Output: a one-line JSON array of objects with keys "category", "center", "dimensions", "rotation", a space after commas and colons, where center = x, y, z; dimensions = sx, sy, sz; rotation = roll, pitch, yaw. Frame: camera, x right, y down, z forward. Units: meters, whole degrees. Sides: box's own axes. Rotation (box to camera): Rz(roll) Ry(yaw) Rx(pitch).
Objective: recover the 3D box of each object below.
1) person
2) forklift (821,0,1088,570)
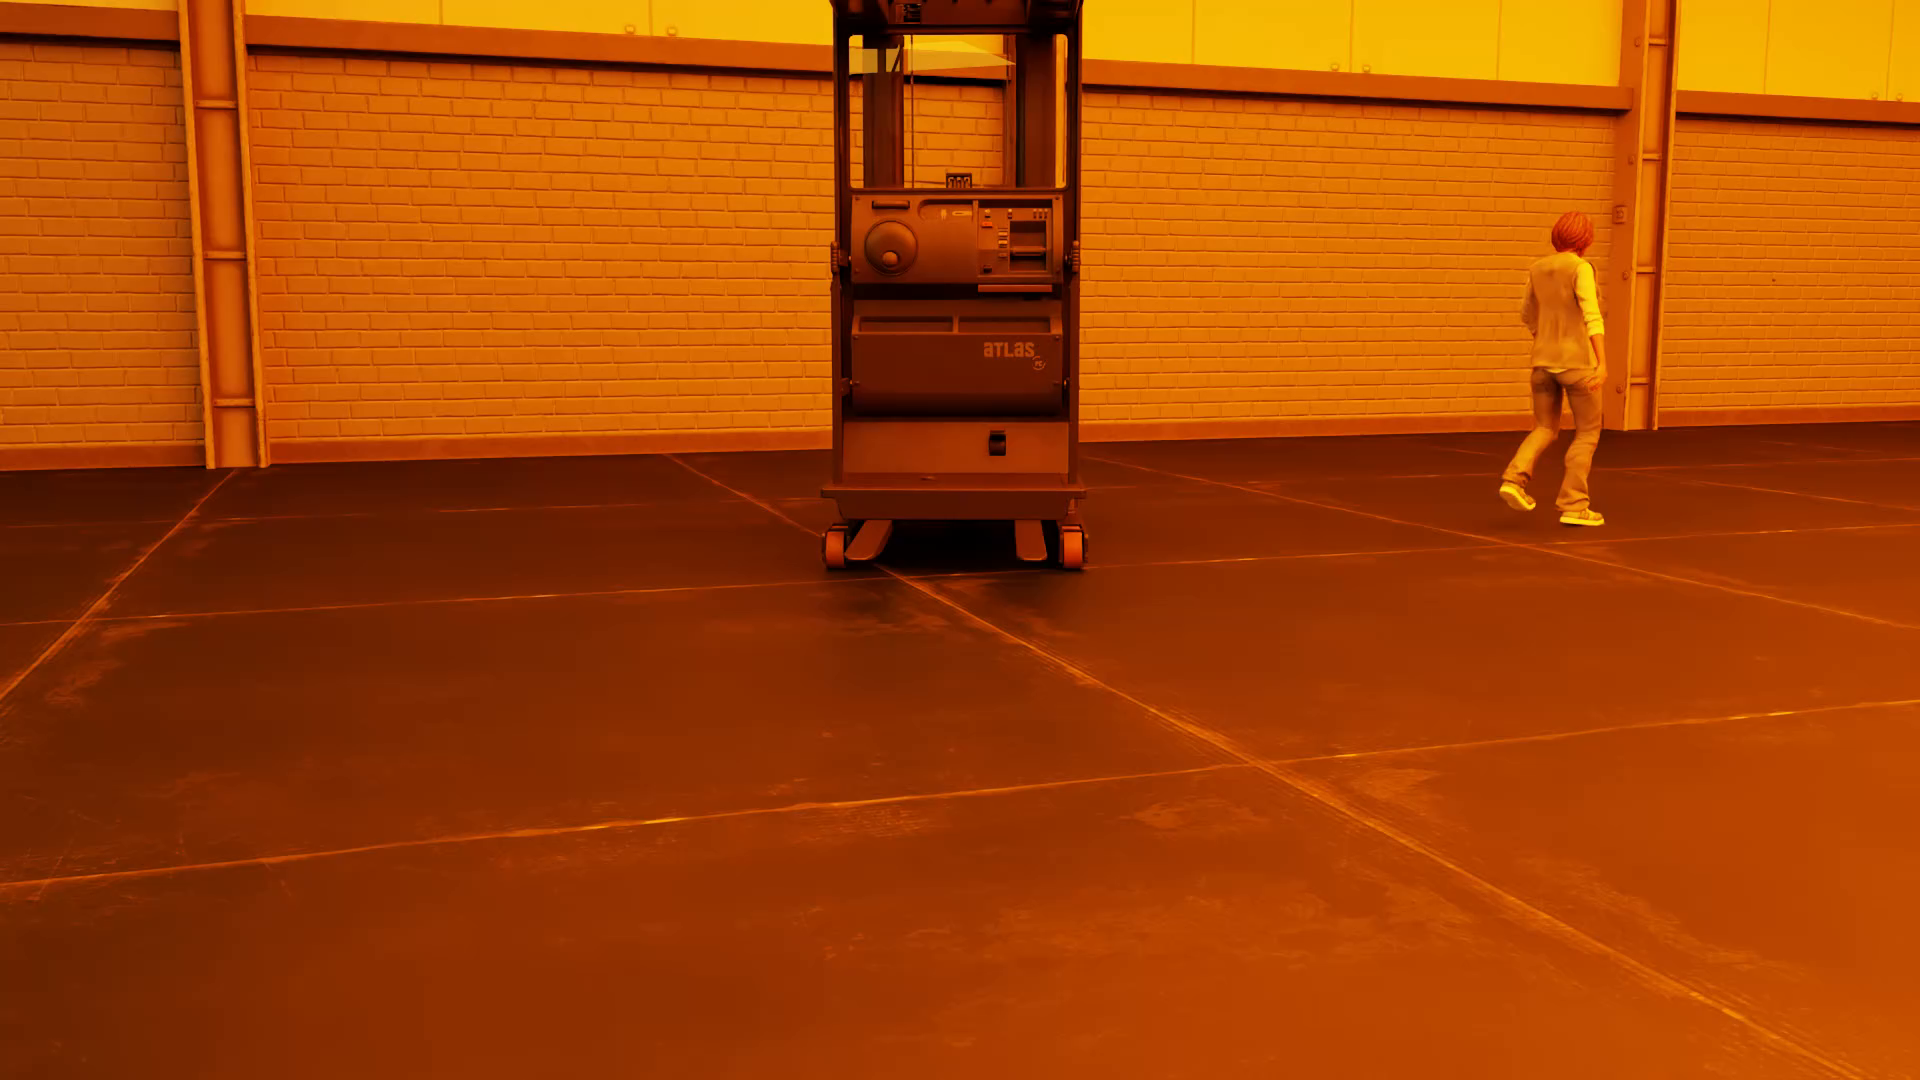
[{"category": "person", "center": [3.040, -0.854, 8.381], "dimensions": [0.587, 1.579, 0.687], "rotation": [-5, 9, -31]}, {"category": "forklift", "center": [-0.016, -1.368, 7.104], "dimensions": [1.130, 2.935, 3.031], "rotation": [0, 8, 1]}]
